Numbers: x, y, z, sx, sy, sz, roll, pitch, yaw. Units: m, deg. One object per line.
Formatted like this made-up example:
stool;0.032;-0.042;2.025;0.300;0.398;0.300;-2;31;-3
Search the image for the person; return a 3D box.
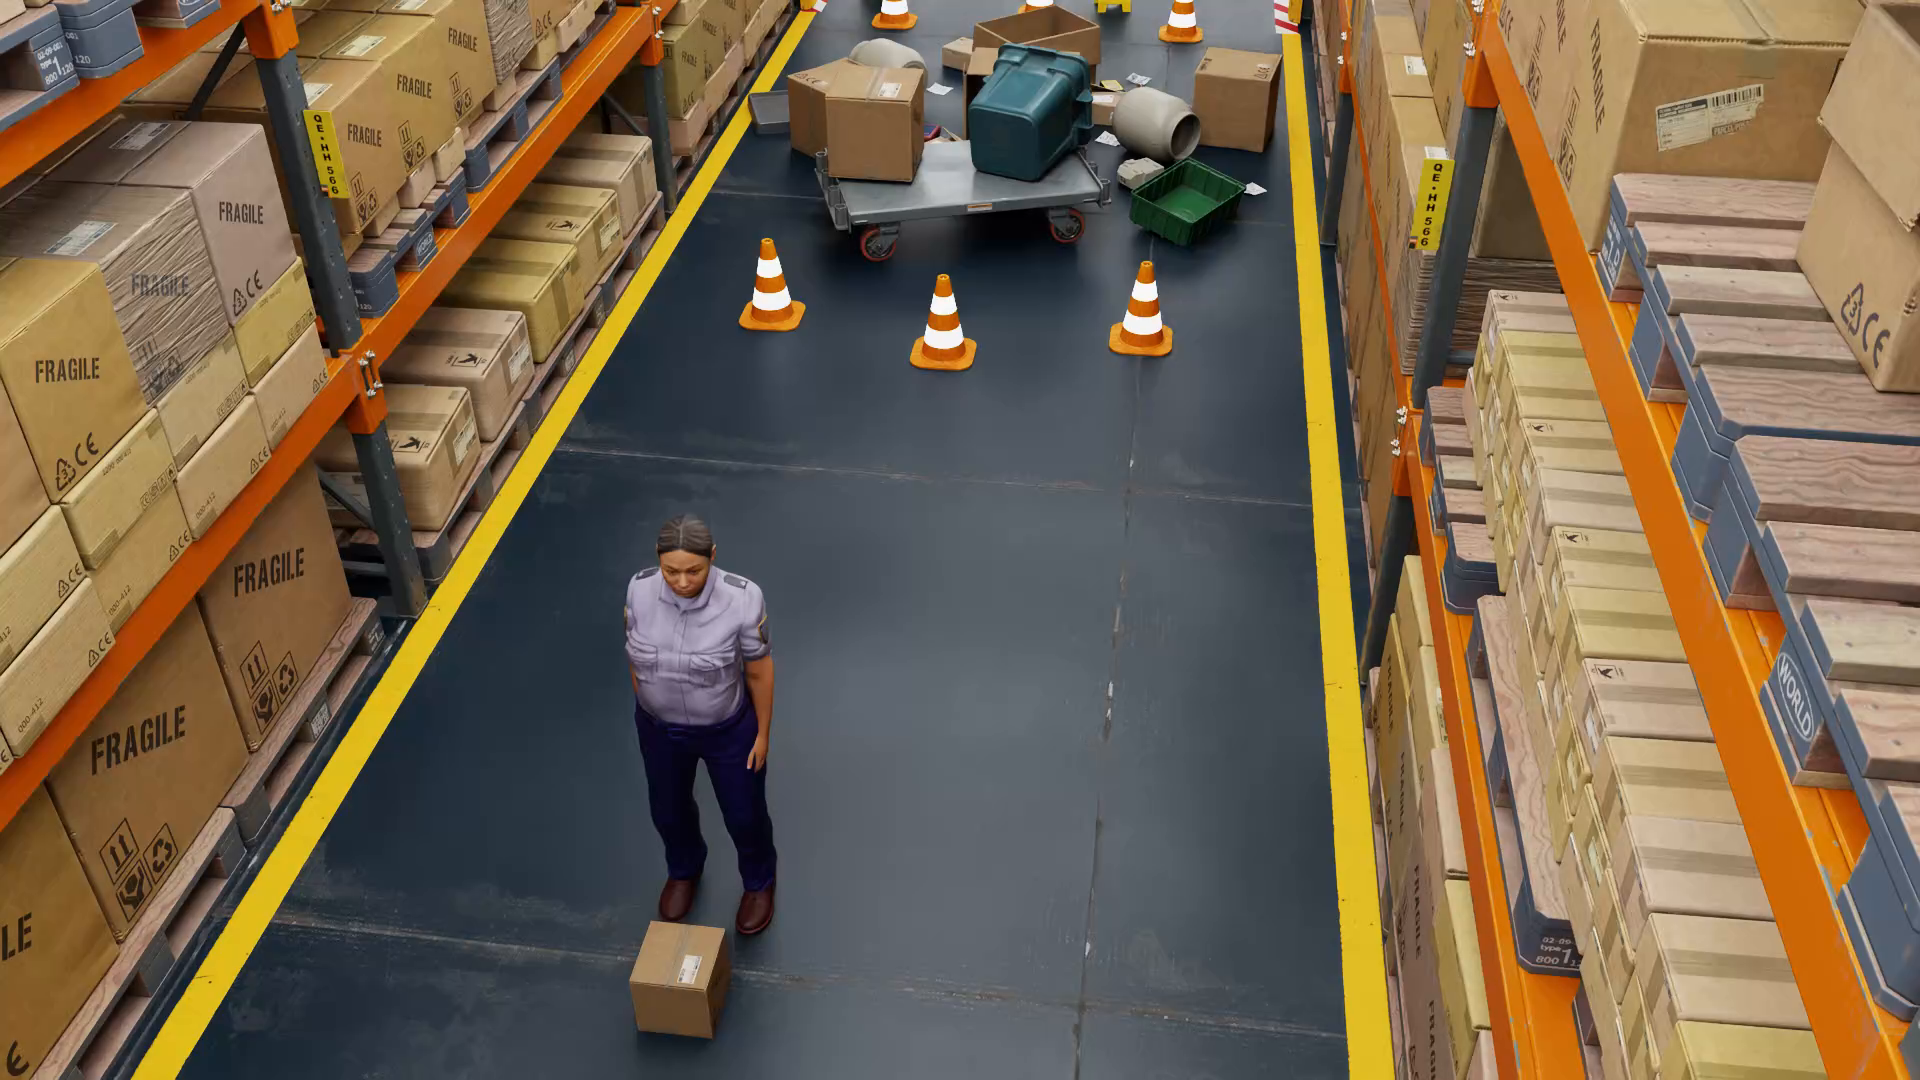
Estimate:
person;-0.818;0.606;5.351;0.470;1.653;0.342;5;37;7
